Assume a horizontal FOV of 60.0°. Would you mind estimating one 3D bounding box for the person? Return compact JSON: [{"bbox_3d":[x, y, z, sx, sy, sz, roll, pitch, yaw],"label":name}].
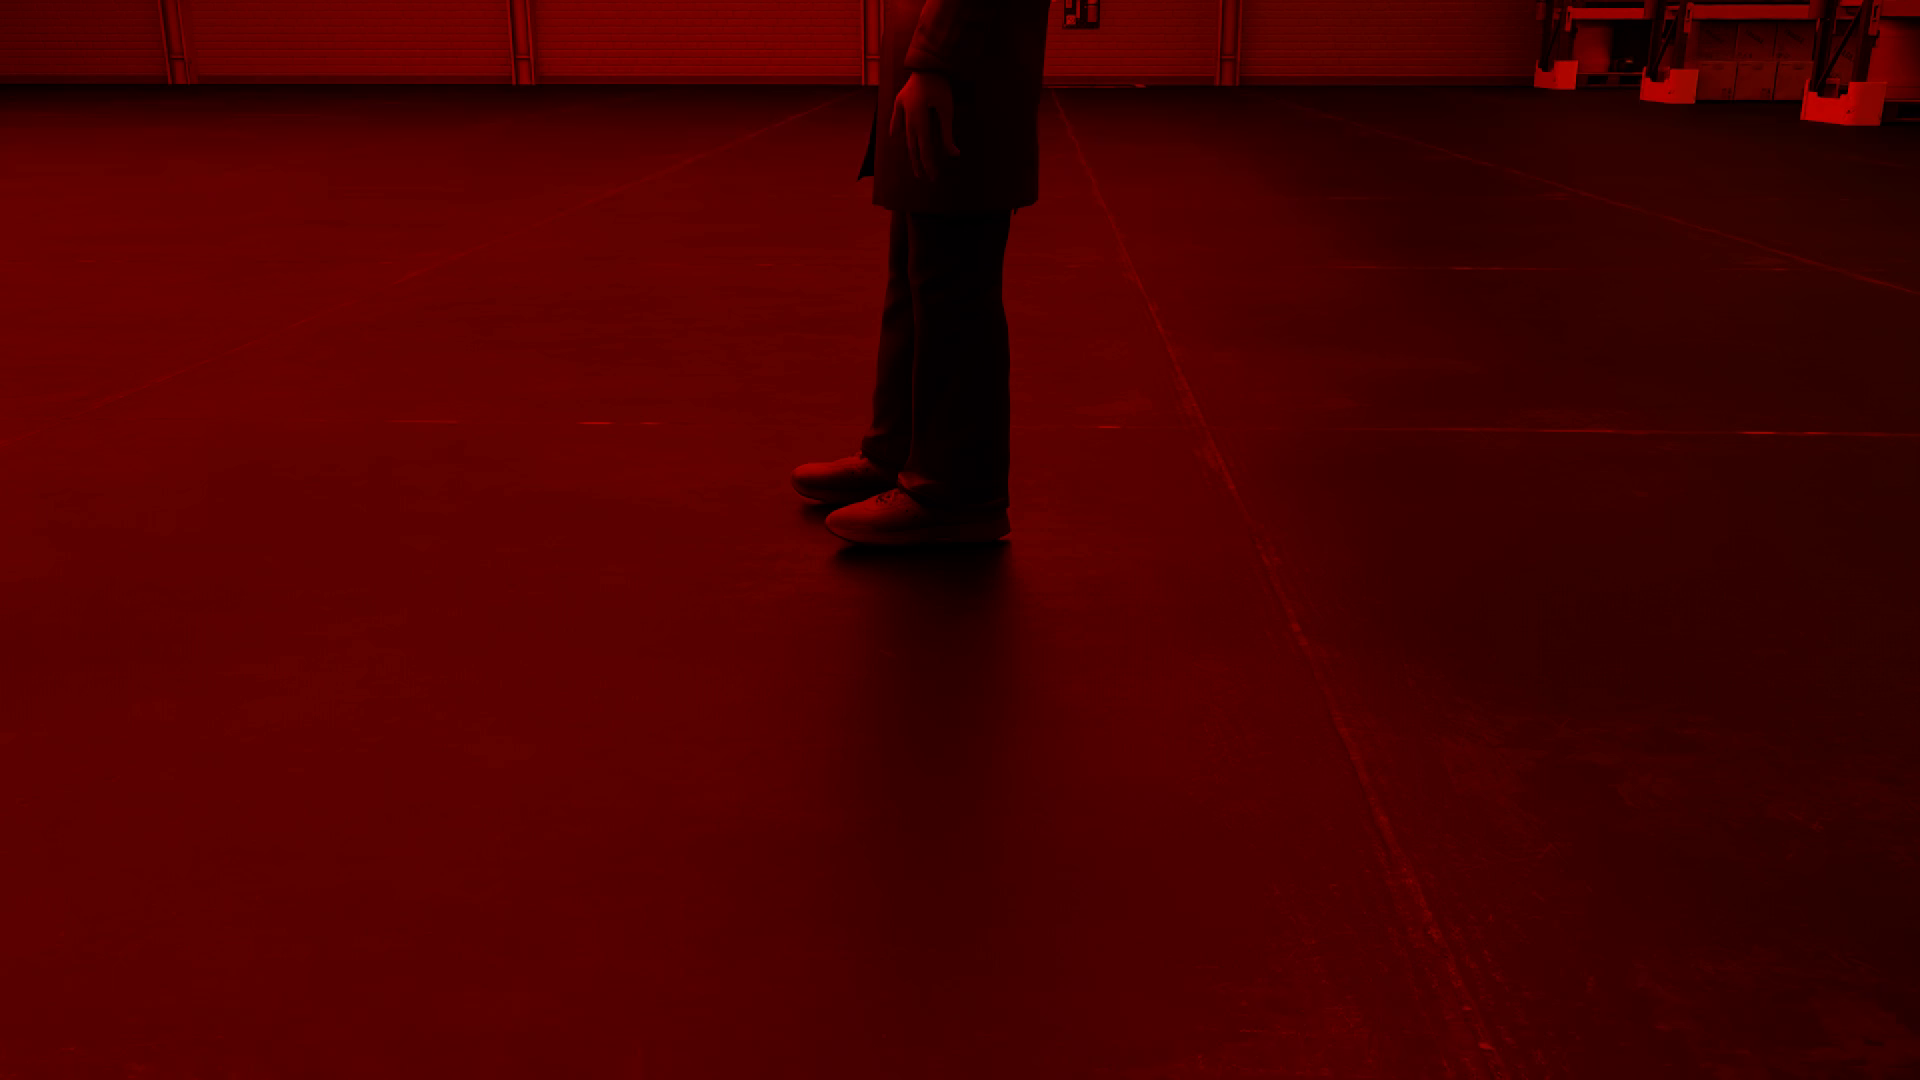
[{"bbox_3d":[-0.092,-0.859,3.112,0.579,1.778,0.698,1,17,2],"label":"person"}]
